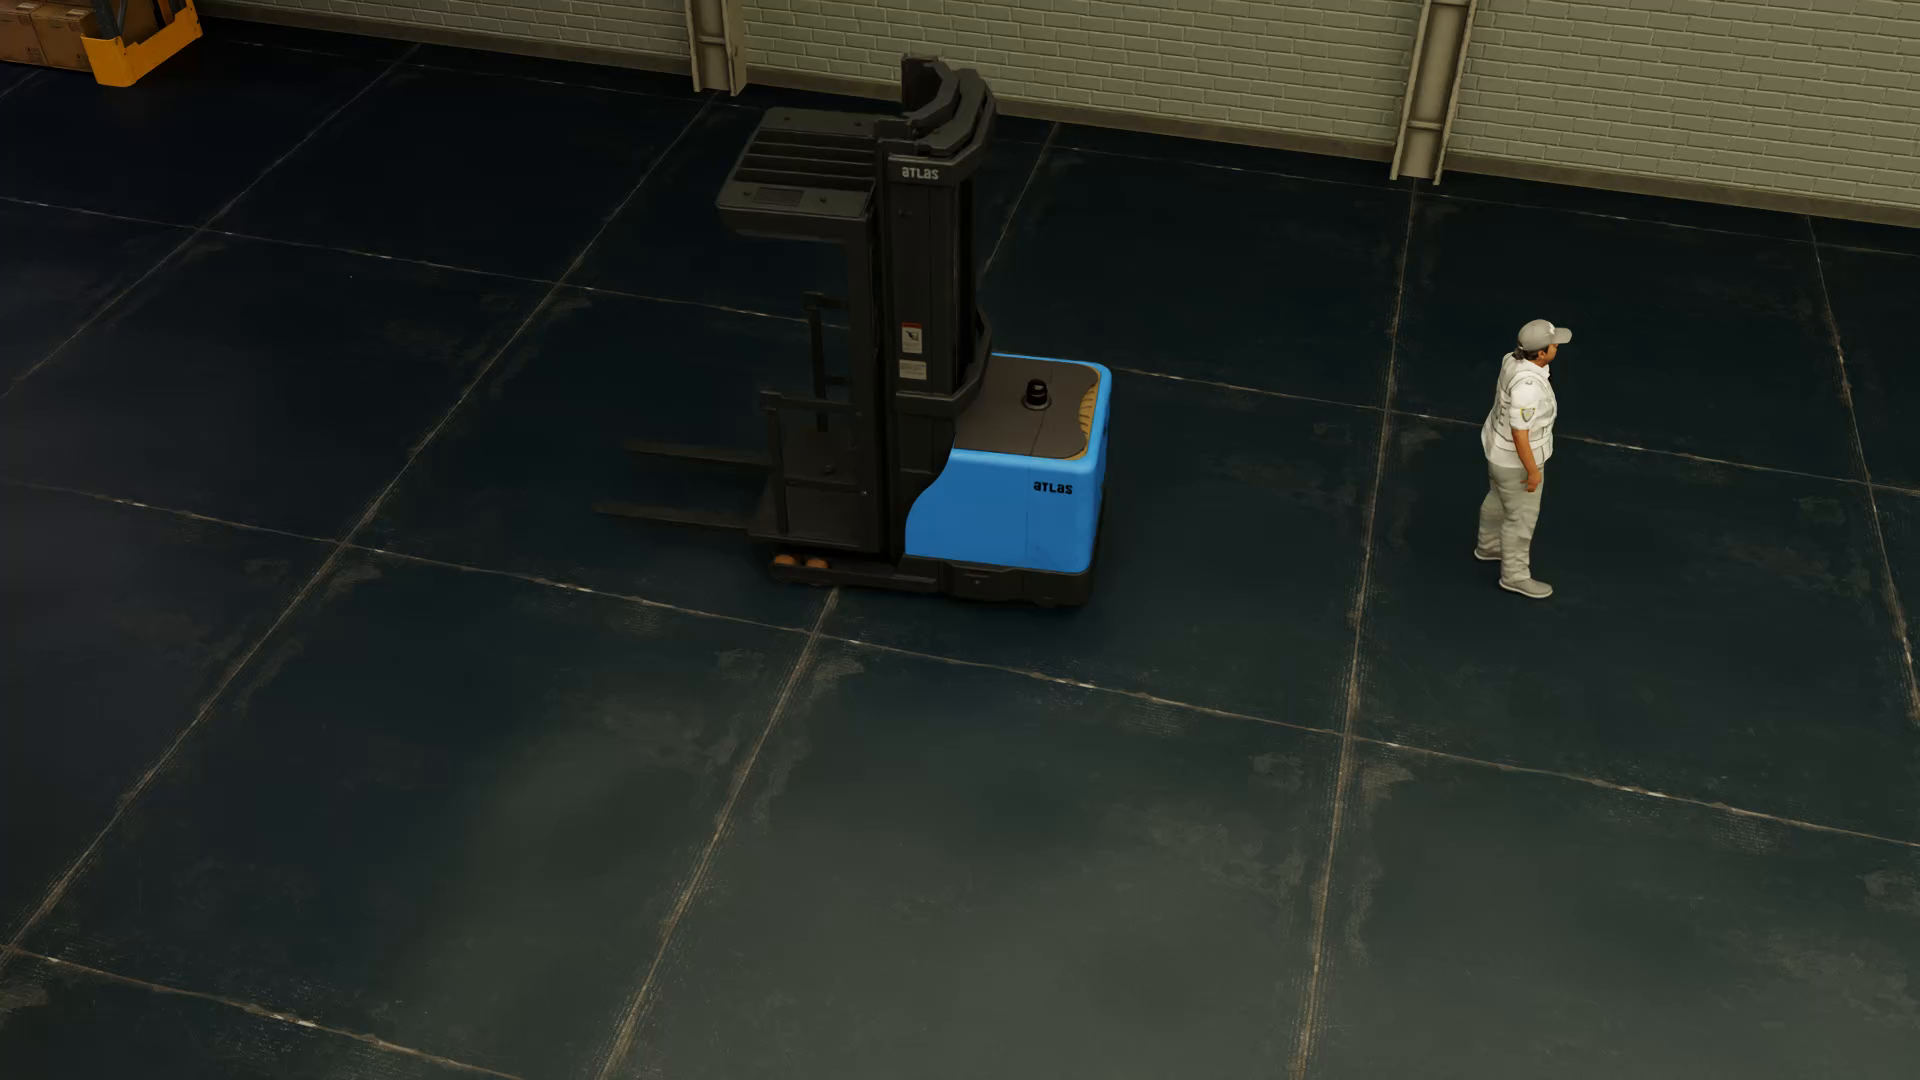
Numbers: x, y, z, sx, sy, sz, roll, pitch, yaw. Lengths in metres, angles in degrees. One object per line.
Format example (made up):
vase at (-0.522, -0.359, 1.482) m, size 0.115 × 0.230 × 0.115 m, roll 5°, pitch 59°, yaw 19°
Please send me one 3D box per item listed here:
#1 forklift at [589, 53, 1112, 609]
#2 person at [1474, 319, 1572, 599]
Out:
forklift at (-0.674, -1.167, 9.193) m, size 3.031 × 2.935 × 1.130 m, roll 6°, pitch 42°, yaw 7°
person at (3.215, -0.488, 9.367) m, size 0.530 × 1.670 × 0.598 m, roll 3°, pitch 41°, yaw 4°
